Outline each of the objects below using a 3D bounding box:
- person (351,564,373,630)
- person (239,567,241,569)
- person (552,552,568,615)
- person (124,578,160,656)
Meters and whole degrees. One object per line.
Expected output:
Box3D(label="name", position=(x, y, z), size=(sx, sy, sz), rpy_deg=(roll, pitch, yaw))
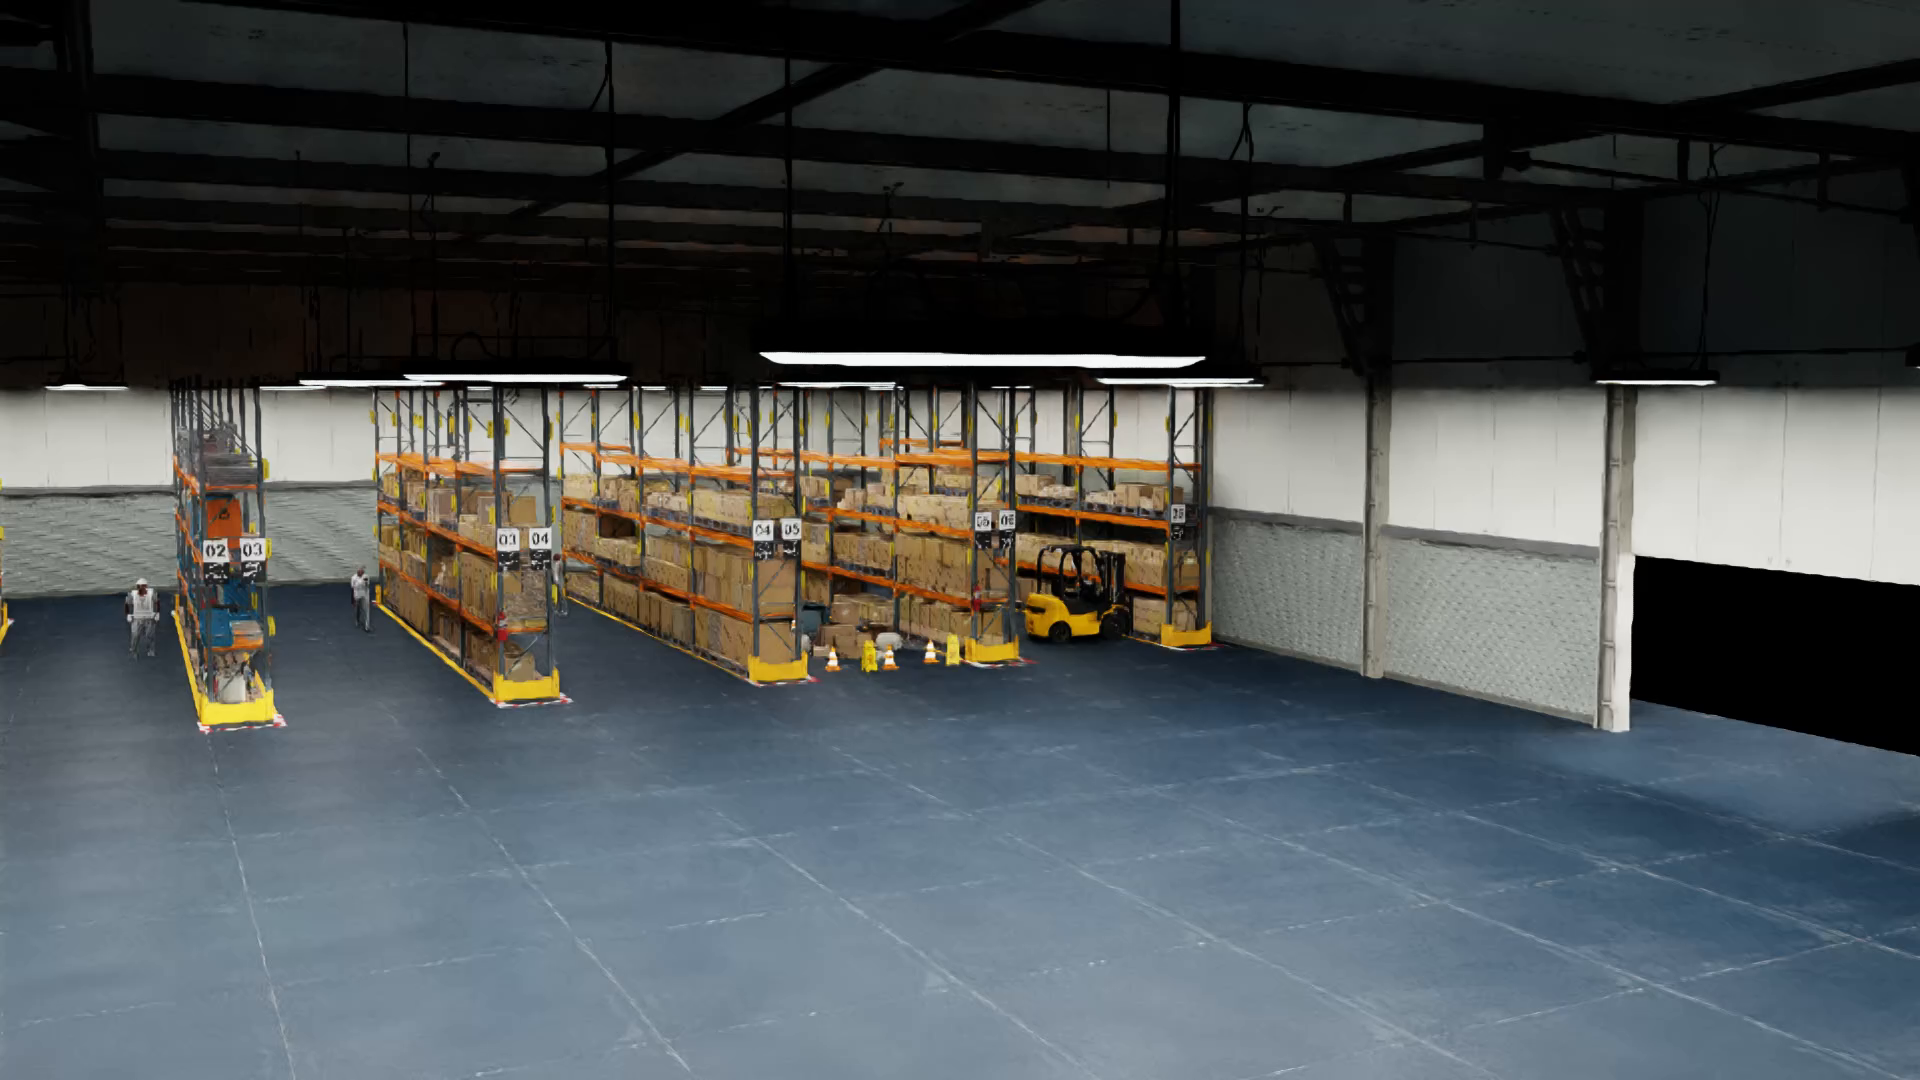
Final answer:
Box3D(label="person", position=(-14.411, 1.357, 39.998), size=(0.456, 1.589, 1.088), rpy_deg=(-2, 6, -24))
Box3D(label="person", position=(-20.100, 0.729, 46.580), size=(0.520, 1.711, 0.715), rpy_deg=(2, 5, 22))
Box3D(label="person", position=(-10.351, 1.113, 42.767), size=(0.542, 1.588, 0.539), rpy_deg=(-1, 5, -7))
Box3D(label="person", position=(-17.657, 1.672, 35.925), size=(0.702, 1.735, 0.549), rpy_deg=(-3, 6, -27))
